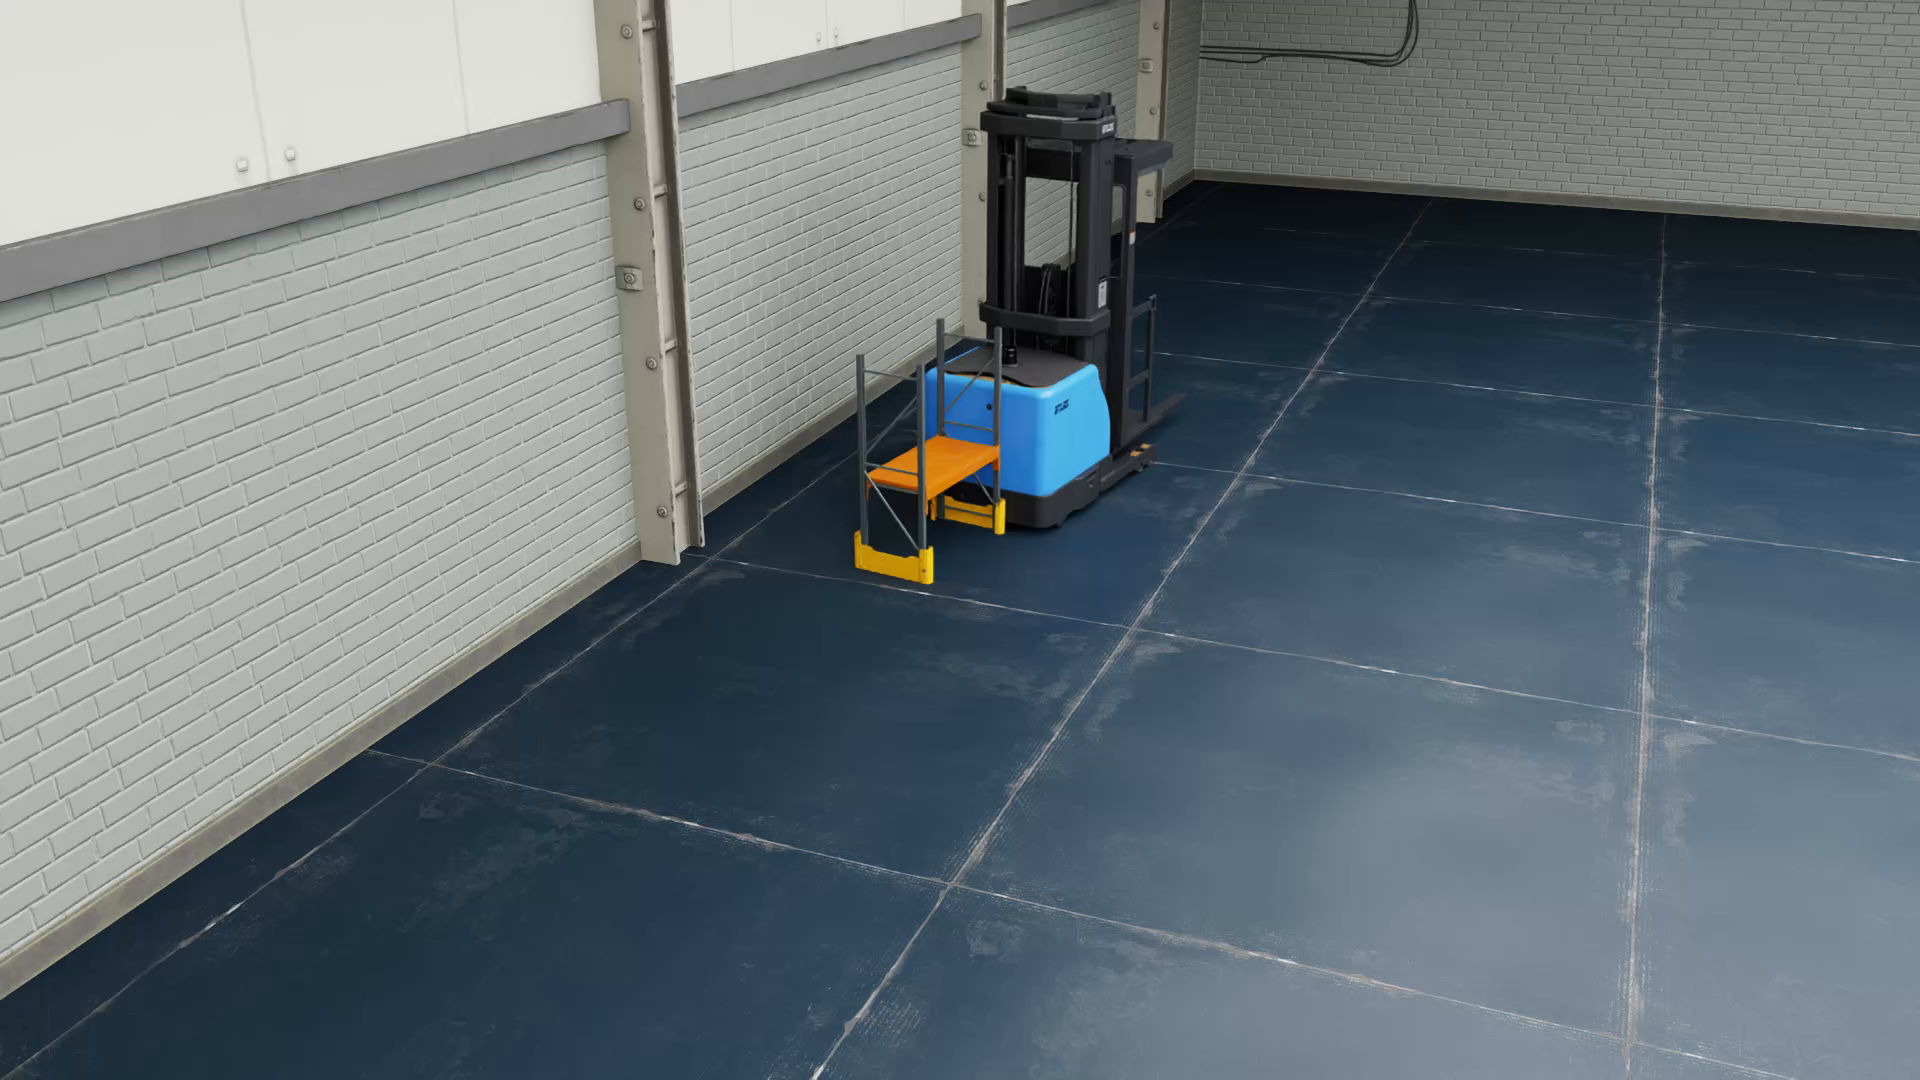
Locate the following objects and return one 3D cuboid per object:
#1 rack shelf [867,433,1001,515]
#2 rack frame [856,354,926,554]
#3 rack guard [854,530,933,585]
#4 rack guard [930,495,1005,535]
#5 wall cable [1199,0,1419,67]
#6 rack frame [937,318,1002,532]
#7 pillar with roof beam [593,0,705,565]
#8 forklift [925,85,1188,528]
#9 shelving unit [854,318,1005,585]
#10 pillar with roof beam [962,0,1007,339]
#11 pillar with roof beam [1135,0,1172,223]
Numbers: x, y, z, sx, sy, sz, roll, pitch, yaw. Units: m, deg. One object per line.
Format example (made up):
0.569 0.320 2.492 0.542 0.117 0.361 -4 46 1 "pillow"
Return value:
-0.192 -0.463 11.380 0.538 0.185 1.000 13 26 28 "rack shelf"
-0.446 -0.460 10.905 0.500 1.500 0.032 13 26 28 "rack frame"
-0.446 0.116 11.147 0.587 0.250 0.087 13 26 28 "rack guard"
0.053 -0.216 11.942 0.587 0.250 0.087 13 26 28 "rack guard"
4.775 -7.800 22.777 3.097 2.526 0.112 9 24 20 "wall cable"
0.063 -0.799 11.717 0.500 1.500 0.032 13 26 28 "rack frame"
1.993 -3.457 8.351 9.100 9.000 0.400 9 24 20 "pillar with roof beam"
0.904 -1.961 12.641 1.130 2.935 3.031 12 26 27 "forklift"
-0.196 -0.626 11.304 0.587 1.500 1.083 13 26 28 "shelving unit"
4.222 -5.604 13.492 9.100 9.000 0.400 9 24 20 "pillar with roof beam"
6.450 -7.751 18.632 9.100 9.000 0.400 9 24 20 "pillar with roof beam"
